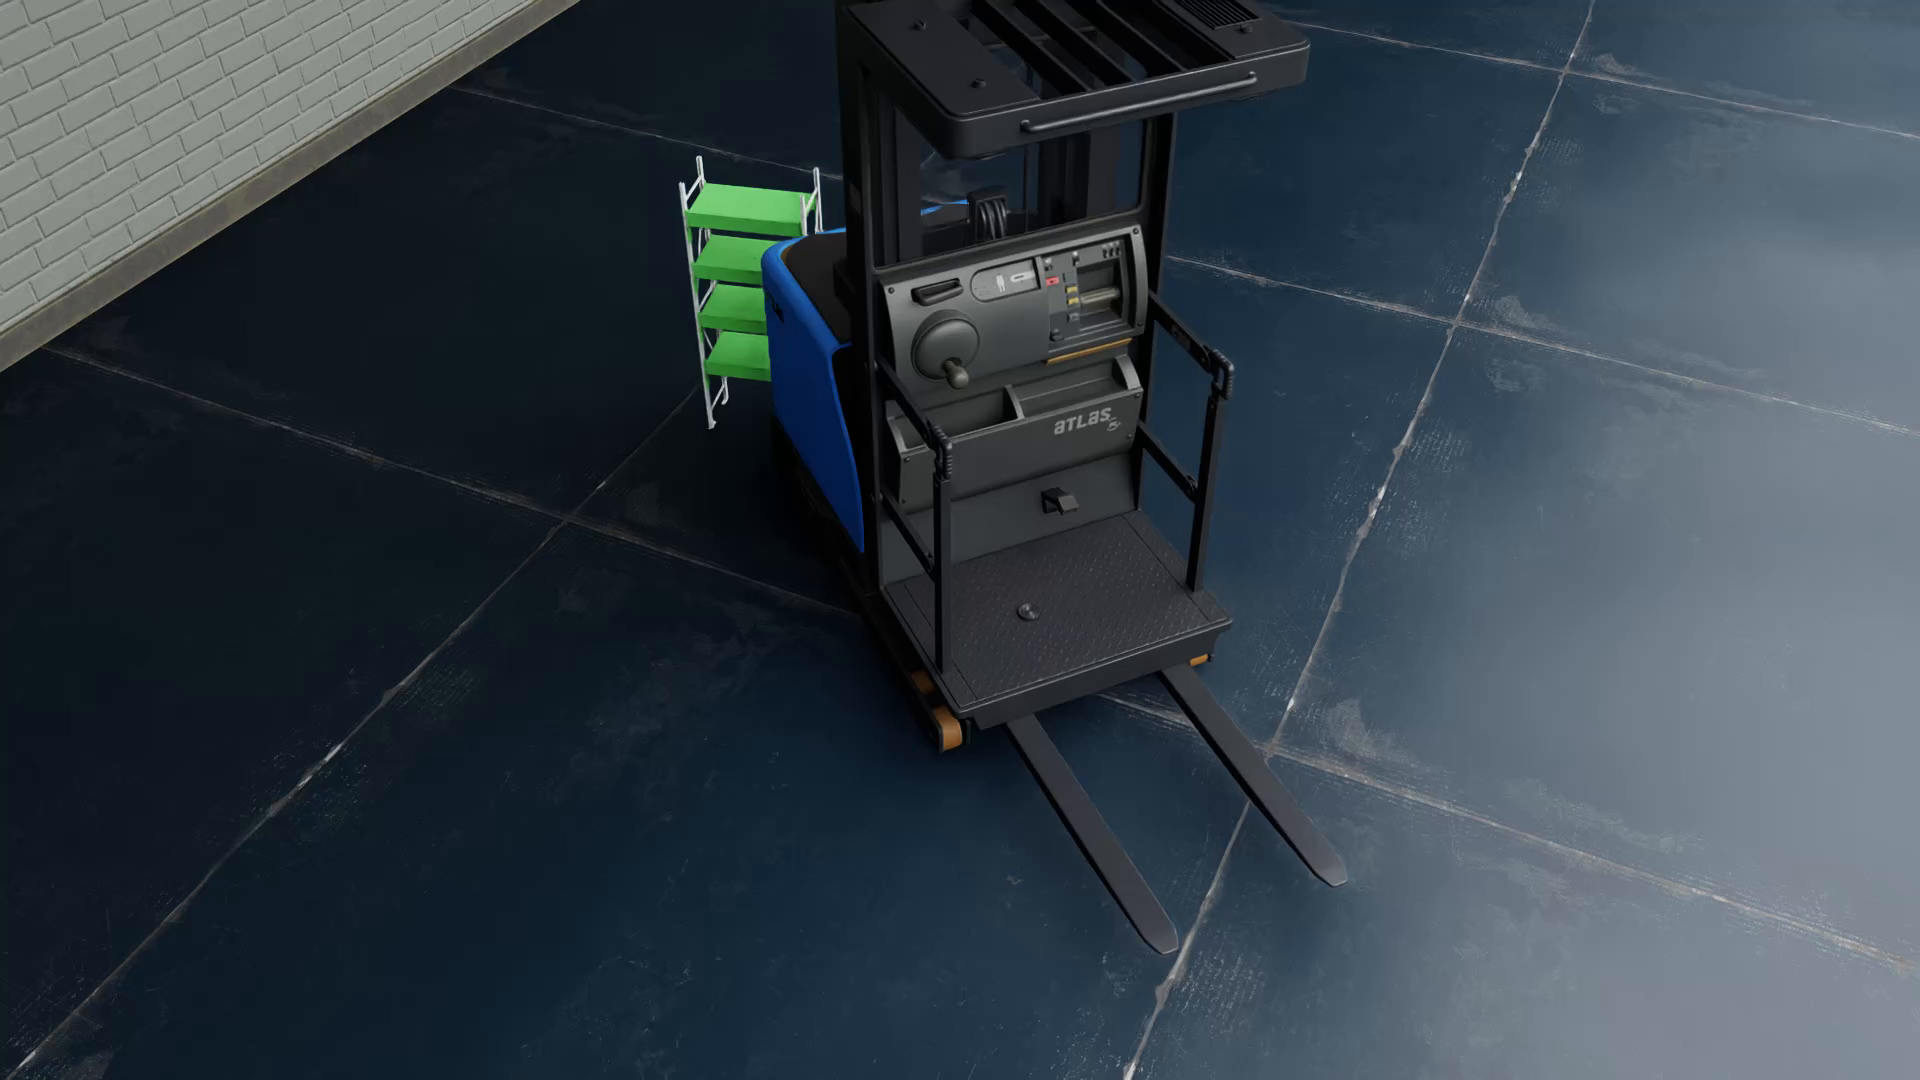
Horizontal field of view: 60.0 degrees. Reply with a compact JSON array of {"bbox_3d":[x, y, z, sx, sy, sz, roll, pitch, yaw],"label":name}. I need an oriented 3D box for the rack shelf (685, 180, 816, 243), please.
[{"bbox_3d":[-0.834,-1.301,6.700,0.480,0.148,0.258,7,41,8],"label":"rack shelf"}]

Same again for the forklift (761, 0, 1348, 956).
[{"bbox_3d":[0.283,-0.689,5.307,1.130,2.935,3.031,-17,44,-18],"label":"forklift"}]

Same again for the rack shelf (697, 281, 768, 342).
[{"bbox_3d":[-0.834,-0.939,7.014,0.480,0.148,0.258,7,41,8],"label":"rack shelf"}]

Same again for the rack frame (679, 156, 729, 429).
[{"bbox_3d":[-1.073,-1.018,7.008,0.015,1.200,0.240,7,41,8],"label":"rack frame"}]

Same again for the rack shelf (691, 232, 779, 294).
[{"bbox_3d":[-0.834,-1.120,6.857,0.480,0.148,0.258,7,41,8],"label":"rack shelf"}]

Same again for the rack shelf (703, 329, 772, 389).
[{"bbox_3d":[-0.834,-0.757,7.172,0.480,0.148,0.258,7,41,8],"label":"rack shelf"}]

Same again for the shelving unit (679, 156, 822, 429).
[{"bbox_3d":[-0.834,-0.987,6.972,0.503,1.200,0.258,7,41,8],"label":"shelving unit"}]

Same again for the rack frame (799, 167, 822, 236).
[{"bbox_3d":[-0.594,-0.956,6.937,0.015,1.200,0.240,7,41,8],"label":"rack frame"}]
